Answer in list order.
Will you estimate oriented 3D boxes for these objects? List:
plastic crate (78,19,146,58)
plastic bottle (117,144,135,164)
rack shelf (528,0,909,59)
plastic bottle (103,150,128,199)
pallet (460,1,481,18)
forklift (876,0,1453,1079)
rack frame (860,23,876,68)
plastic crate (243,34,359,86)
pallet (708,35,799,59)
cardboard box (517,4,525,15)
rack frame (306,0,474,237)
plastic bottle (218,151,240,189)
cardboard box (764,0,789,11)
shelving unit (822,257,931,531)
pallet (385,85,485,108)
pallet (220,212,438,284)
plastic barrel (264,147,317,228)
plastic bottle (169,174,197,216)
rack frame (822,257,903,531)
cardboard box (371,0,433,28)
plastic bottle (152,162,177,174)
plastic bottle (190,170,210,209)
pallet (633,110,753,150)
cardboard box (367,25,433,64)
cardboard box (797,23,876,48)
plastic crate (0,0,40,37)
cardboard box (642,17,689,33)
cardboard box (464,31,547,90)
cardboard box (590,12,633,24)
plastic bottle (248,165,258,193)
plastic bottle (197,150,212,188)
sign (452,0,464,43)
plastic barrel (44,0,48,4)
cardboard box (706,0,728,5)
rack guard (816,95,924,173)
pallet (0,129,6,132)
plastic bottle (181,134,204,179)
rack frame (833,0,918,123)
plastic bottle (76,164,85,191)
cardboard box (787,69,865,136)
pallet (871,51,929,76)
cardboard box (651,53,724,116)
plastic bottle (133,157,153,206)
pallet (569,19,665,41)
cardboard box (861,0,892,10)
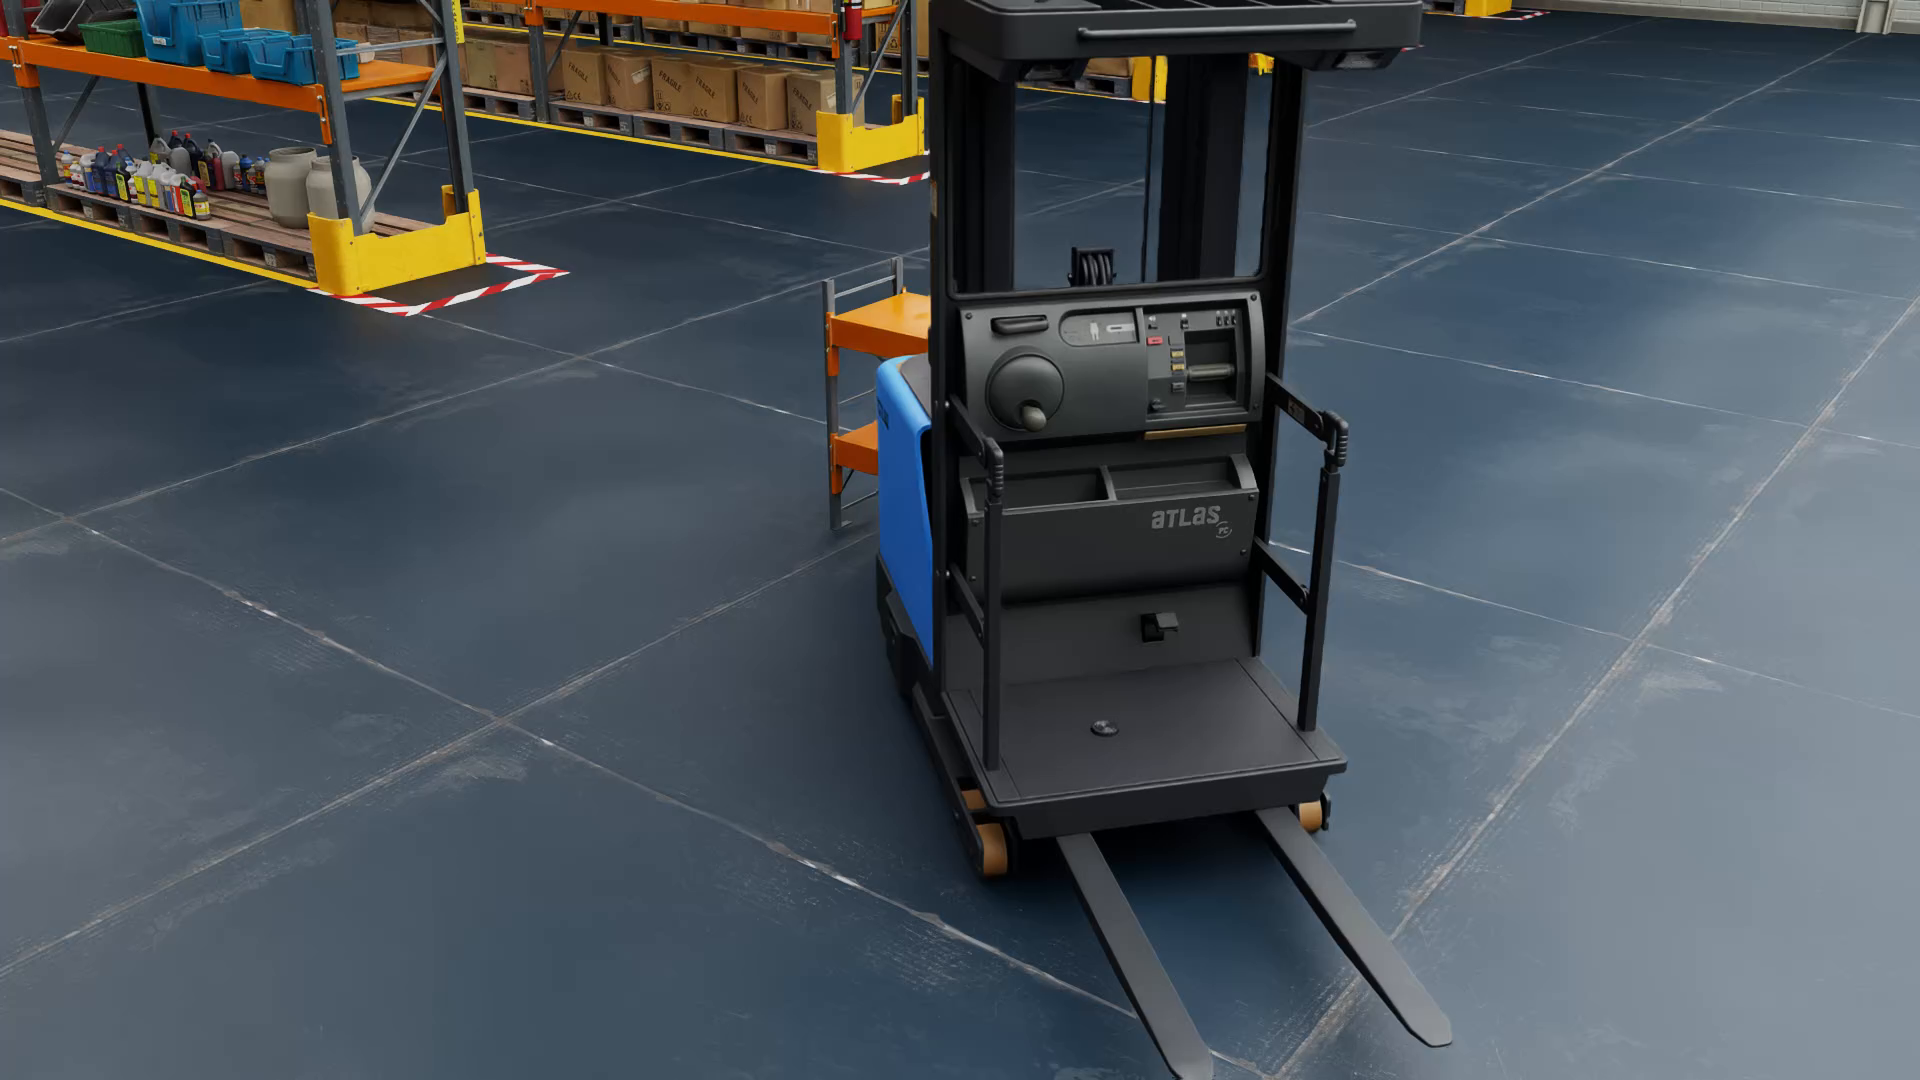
[{"bbox_3d":[-5.985,-3.632,12.036,0.662,0.188,0.450,17,29,33],"label":"plastic crate"},{"bbox_3d":[-6.419,-2.855,12.749,0.185,0.351,0.144,17,29,33],"label":"plastic bottle"},{"bbox_3d":[-2.331,-4.934,15.619,4.000,0.370,1.077,17,29,33],"label":"rack shelf"},{"bbox_3d":[-6.354,-2.763,12.540,0.185,0.351,0.144,15,28,31],"label":"plastic bottle"},{"bbox_3d":[-7.836,-8.132,25.444,1.213,0.211,1.003,17,29,33],"label":"pallet"},{"bbox_3d":[0.511,-0.500,4.750,1.130,2.935,3.031,-5,24,-12],"label":"forklift"},{"bbox_3d":[-0.876,-7.322,20.148,0.127,3.000,1.000,17,29,33],"label":"rack frame"},{"bbox_3d":[-4.282,-3.138,10.835,0.616,0.251,0.499,17,29,33],"label":"plastic crate"},{"bbox_3d":[-2.519,-6.503,21.748,1.213,0.211,1.003,17,29,33],"label":"pallet"},{"bbox_3d":[-5.994,-7.791,23.792,0.500,0.500,0.500,17,29,34],"label":"cardboard box"},{"bbox_3d":[-3.702,-3.181,10.750,0.127,3.000,1.000,17,29,33],"label":"rack frame"},{"bbox_3d":[-5.674,-2.875,12.888,0.135,0.276,0.152,17,29,34],"label":"plastic bottle"},{"bbox_3d":[-1.513,-4.771,14.670,0.250,0.149,0.380,17,29,33],"label":"cardboard box"},{"bbox_3d":[-0.005,-0.516,7.027,1.048,1.125,0.538,17,29,33],"label":"shelving unit"},{"bbox_3d":[-5.536,-4.953,18.229,1.213,0.211,1.003,17,29,33],"label":"pallet"},{"bbox_3d":[-4.437,-2.106,11.769,1.213,0.211,1.003,17,29,33],"label":"pallet"},{"bbox_3d":[-4.675,-2.490,11.747,0.421,0.512,0.421,0,24,0],"label":"plastic barrel"},{"bbox_3d":[-5.619,-2.508,12.055,0.135,0.276,0.152,17,29,34],"label":"plastic bottle"},{"bbox_3d":[-0.412,-0.639,7.306,0.032,1.125,0.500,17,29,33],"label":"rack frame"},{"bbox_3d":[-6.148,-5.837,18.402,0.500,0.250,0.500,21,31,39],"label":"cardboard box"},{"bbox_3d":[-5.945,-2.680,12.444,0.135,0.276,0.152,17,29,33],"label":"plastic bottle"},{"bbox_3d":[-5.556,-2.546,12.132,0.133,0.283,0.061,17,29,33],"label":"plastic bottle"},{"bbox_3d":[-2.393,-4.024,16.122,1.213,0.211,1.003,17,29,33],"label":"pallet"},{"bbox_3d":[-6.133,-5.486,18.534,0.500,0.500,0.700,14,27,29],"label":"cardboard box"},{"bbox_3d":[-1.427,-6.606,20.792,0.750,0.750,1.050,17,29,33],"label":"cardboard box"},{"bbox_3d":[-7.473,-4.196,12.974,0.583,0.464,0.402,17,29,33],"label":"plastic crate"},{"bbox_3d":[-3.644,-7.276,22.313,0.750,0.750,1.050,16,29,33],"label":"cardboard box"},{"bbox_3d":[-4.781,-5.081,17.615,0.500,0.500,0.700,17,29,33],"label":"cardboard box"},{"bbox_3d":[-4.760,-7.413,22.933,0.500,0.500,0.500,17,29,33],"label":"cardboard box"},{"bbox_3d":[-5.399,-2.772,12.746,0.097,0.201,0.097,0,24,0],"label":"plastic bottle"},{"bbox_3d":[-5.843,-2.880,12.890,0.133,0.283,0.061,17,29,33],"label":"plastic bottle"},{"bbox_3d":[-3.368,-3.484,11.094,0.005,0.325,0.100,17,29,33],"label":"sign"},{"bbox_3d":[-7.030,-4.569,13.278,0.708,0.901,0.600,17,29,33],"label":"plastic barrel"},{"bbox_3d":[-2.093,-4.963,15.106,0.250,0.149,0.380,17,29,33],"label":"cardboard box"},{"bbox_3d":[-0.792,-3.654,14.922,0.348,0.500,1.175,17,29,33],"label":"rack guard"},{"bbox_3d":[-9.506,-3.640,15.249,1.213,0.211,1.003,17,29,33],"label":"pallet"},{"bbox_3d":[-6.061,-3.028,13.143,0.185,0.351,0.144,15,28,31],"label":"plastic bottle"},{"bbox_3d":[-0.731,-4.779,14.377,0.127,3.000,1.000,17,29,33],"label":"rack frame"},{"bbox_3d":[-6.747,-2.801,12.813,0.097,0.201,0.097,0,24,0],"label":"plastic bottle"},{"bbox_3d":[-1.221,-3.984,15.151,0.500,0.500,0.500,-20,31,-38],"label":"cardboard box"},{"bbox_3d":[-0.315,-5.837,20.236,1.213,0.211,1.003,17,29,33],"label":"pallet"},{"bbox_3d":[-2.629,-4.424,16.150,0.500,0.500,0.500,14,27,29],"label":"cardboard box"},{"bbox_3d":[-6.014,-2.660,12.307,0.185,0.351,0.144,17,29,33],"label":"plastic bottle"},{"bbox_3d":[-4.701,-7.203,23.336,1.213,0.211,1.003,17,29,33],"label":"pallet"},{"bbox_3d":[-0.816,-4.810,14.758,0.250,0.149,0.380,17,29,33],"label":"cardboard box"}]
